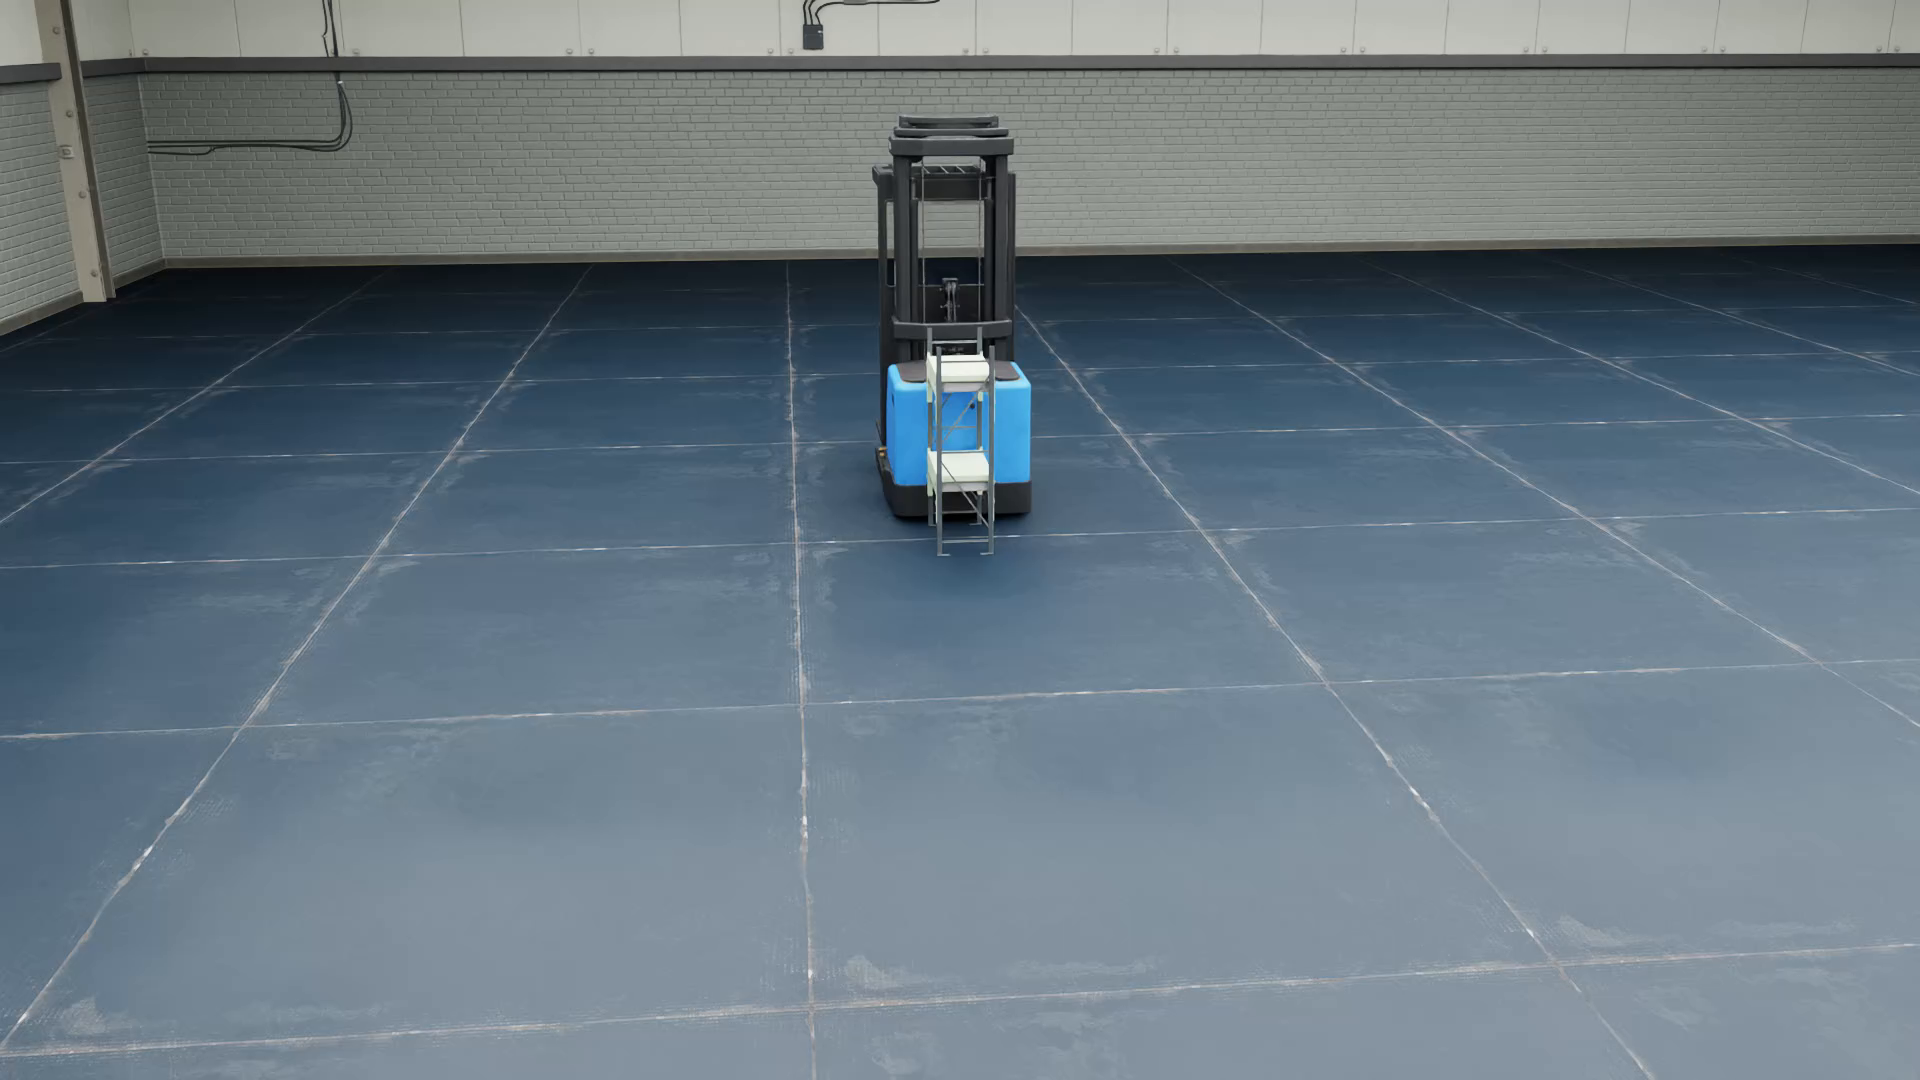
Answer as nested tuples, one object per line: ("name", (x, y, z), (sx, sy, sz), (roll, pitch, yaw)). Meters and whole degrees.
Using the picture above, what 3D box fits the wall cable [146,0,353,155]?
("wall cable", (-10.684, -6.996, 24.623), (3.097, 2.526, 0.112), (-2, 18, -6))

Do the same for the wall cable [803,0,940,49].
("wall cable", (-1.239, -10.389, 24.567), (2.305, 6.003, 0.169), (-2, 18, -6))

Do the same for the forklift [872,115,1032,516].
("forklift", (-0.132, -1.970, 13.560), (1.130, 2.935, 3.031), (-2, 18, -6))

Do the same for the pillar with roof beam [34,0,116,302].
("pillar with roof beam", (-7.413, -7.692, 21.655), (9.100, 9.000, 0.400), (-2, 18, -6))

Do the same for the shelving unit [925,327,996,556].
("shelving unit", (-0.001, -0.718, 11.959), (0.431, 1.500, 0.755), (-2, 18, -6))

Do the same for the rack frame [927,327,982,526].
("rack frame", (-0.038, -0.827, 12.306), (0.400, 1.500, 0.023), (-2, 18, -6))

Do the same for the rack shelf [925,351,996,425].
("rack shelf", (-0.001, -1.090, 11.842), (0.431, 0.370, 0.720), (-2, 18, -6))

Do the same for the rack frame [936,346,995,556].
("rack frame", (0.037, -0.609, 11.611), (0.400, 1.500, 0.023), (-2, 18, -6))

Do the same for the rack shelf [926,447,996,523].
("rack shelf", (-0.001, -0.407, 12.056), (0.431, 0.370, 0.720), (-2, 18, -6))
